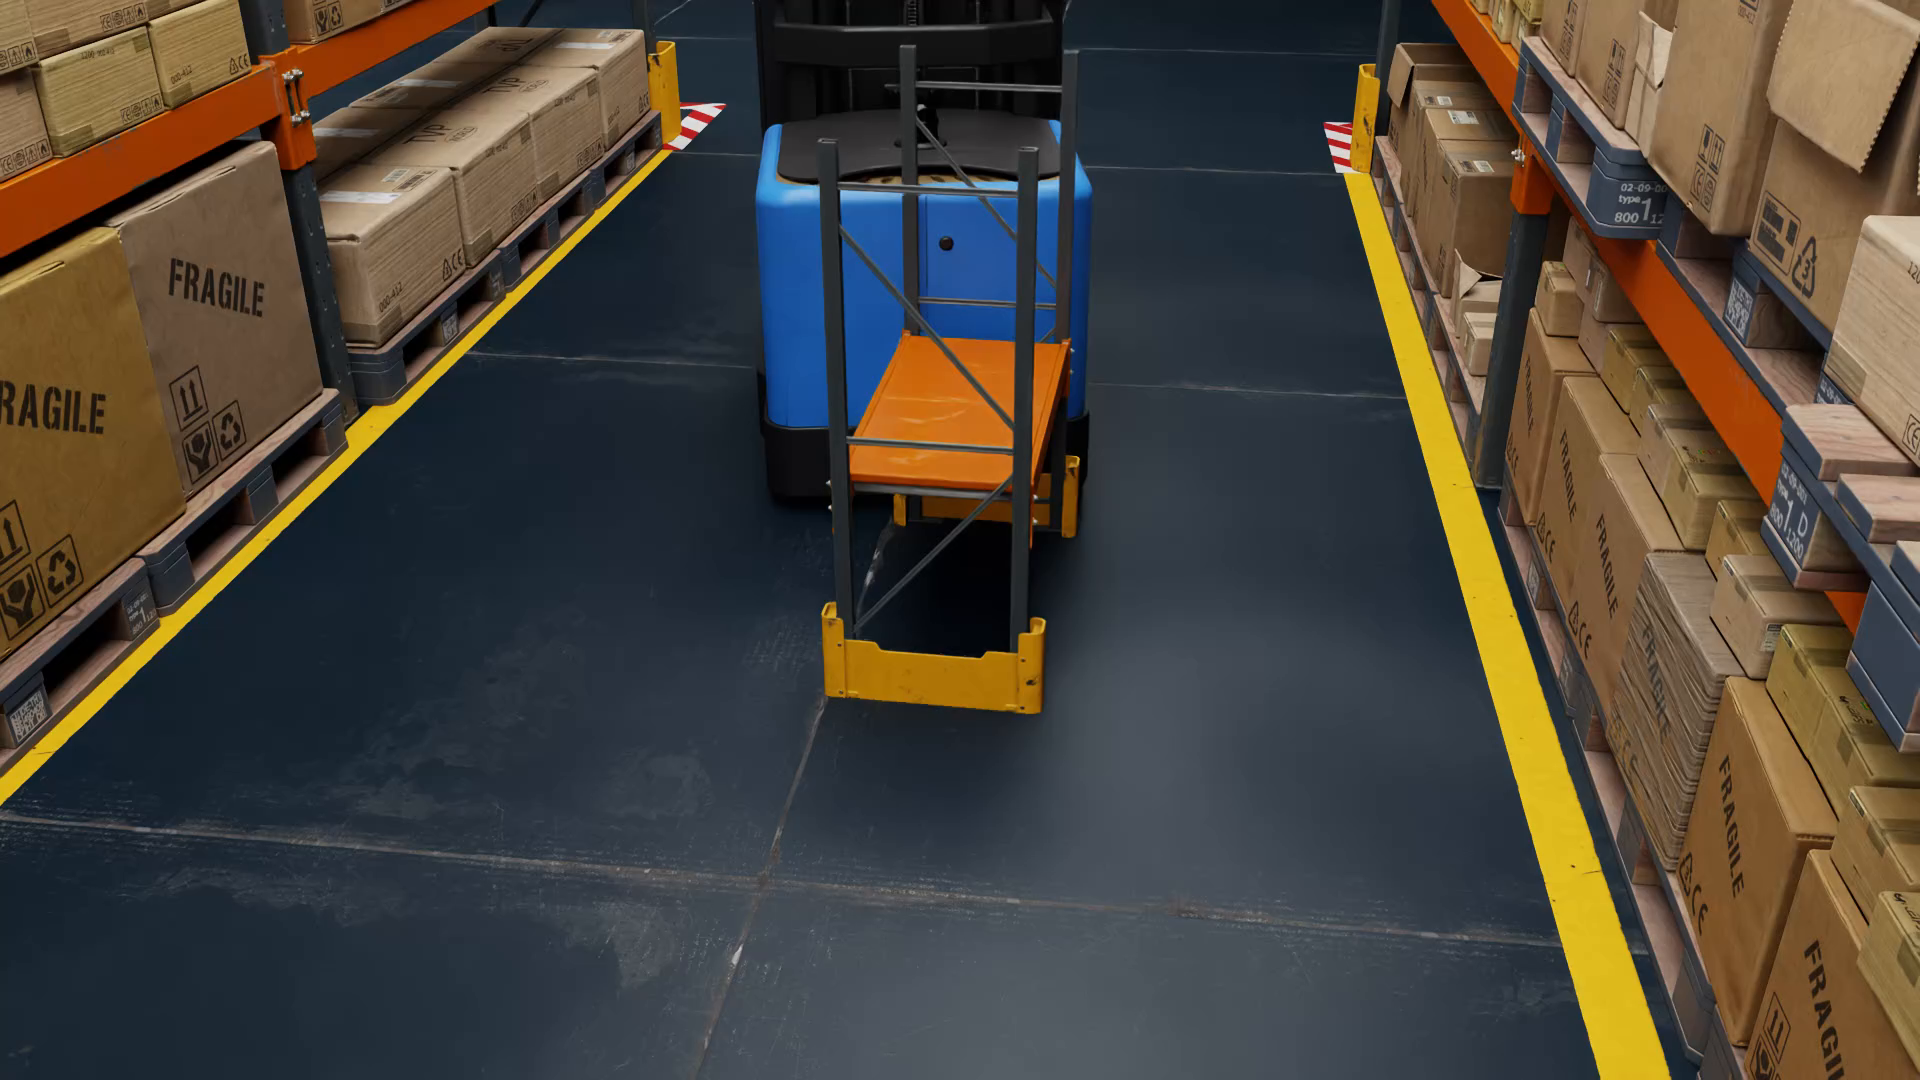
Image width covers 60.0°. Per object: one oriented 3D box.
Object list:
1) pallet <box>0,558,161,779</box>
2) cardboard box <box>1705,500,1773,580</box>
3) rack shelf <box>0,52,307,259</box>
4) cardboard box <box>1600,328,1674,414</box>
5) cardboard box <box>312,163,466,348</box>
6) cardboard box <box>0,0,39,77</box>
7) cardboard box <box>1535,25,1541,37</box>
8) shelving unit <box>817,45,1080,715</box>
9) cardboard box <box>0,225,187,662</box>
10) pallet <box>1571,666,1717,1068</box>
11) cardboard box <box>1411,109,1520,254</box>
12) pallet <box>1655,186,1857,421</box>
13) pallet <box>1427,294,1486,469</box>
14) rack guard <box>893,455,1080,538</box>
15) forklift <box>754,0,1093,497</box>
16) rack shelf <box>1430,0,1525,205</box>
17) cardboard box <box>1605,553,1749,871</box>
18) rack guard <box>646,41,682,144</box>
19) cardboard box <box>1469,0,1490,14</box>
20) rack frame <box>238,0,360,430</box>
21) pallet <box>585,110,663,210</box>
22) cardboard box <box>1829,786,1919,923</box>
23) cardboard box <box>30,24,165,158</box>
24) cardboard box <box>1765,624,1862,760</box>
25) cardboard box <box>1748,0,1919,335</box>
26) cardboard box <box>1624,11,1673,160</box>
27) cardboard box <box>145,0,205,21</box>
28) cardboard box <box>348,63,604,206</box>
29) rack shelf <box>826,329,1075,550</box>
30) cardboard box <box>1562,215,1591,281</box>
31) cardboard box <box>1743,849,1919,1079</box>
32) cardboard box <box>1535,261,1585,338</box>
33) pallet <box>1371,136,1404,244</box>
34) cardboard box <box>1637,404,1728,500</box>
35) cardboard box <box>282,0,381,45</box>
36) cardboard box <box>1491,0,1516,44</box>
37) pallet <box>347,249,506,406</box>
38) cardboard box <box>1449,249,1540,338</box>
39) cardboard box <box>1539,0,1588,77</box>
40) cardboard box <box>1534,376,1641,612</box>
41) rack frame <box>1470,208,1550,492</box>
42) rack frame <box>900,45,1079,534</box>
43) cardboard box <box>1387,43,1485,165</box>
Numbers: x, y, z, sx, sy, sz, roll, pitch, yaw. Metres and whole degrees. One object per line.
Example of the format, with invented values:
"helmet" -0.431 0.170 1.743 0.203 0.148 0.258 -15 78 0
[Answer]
"pallet" -2.866 0.398 4.288 1.003 0.211 1.213 3 28 6
"cardboard box" 1.817 0.044 3.514 0.380 0.149 0.250 3 29 6
"rack shelf" -2.945 -0.515 3.801 1.077 0.370 4.000 3 28 6
"cardboard box" 1.942 -0.446 4.425 0.380 0.149 0.250 2 28 4
"cardboard box" -2.516 -1.119 6.423 0.875 0.438 0.875 3 28 5
"cardboard box" -2.624 -1.225 3.993 0.500 0.250 0.500 4 29 7
"cardboard box" 2.016 -1.540 5.211 0.380 0.149 0.250 4 29 7
"shelving unit" 0.005 -0.471 4.543 0.587 1.500 1.083 4 29 8
"cardboard box" -2.799 -0.300 4.442 0.875 0.875 0.875 4 29 8
"pallet" 2.018 0.702 3.724 1.003 0.211 1.213 3 28 6
"cardboard box" 2.241 -1.528 7.116 0.500 0.500 0.500 4 29 7
"pallet" 1.971 -0.434 3.096 1.003 0.211 1.213 3 28 6
"pallet" 2.312 -0.582 6.107 1.003 0.211 1.213 3 28 6
"rack guard" 0.081 -0.154 5.273 0.587 0.250 0.087 4 29 8
"forklift" -0.196 -2.095 6.048 1.130 2.935 3.031 -2 28 -3
"rack shelf" 2.472 -2.111 6.764 1.077 0.370 4.000 3 28 6
"cardboard box" 1.754 0.374 3.586 0.500 0.500 0.500 2 28 4
"rack guard" -2.206 -2.567 9.487 1.175 0.500 0.348 3 28 6
"cardboard box" 2.096 -2.032 6.123 0.380 0.149 0.250 3 28 5
"rack frame" -2.700 -1.773 5.378 1.000 3.000 0.127 3 28 6
"pallet" -2.230 -2.047 8.827 1.003 0.211 1.213 3 28 6
"cardboard box" 1.625 0.528 2.616 0.380 0.149 0.250 2 28 5
"cardboard box" -2.568 -1.241 4.550 0.500 0.250 0.500 3 28 5
"cardboard box" 1.732 0.289 3.060 0.380 0.149 0.250 3 28 5
"cardboard box" 1.754 -0.613 2.673 0.797 0.503 0.637 3 28 5
"cardboard box" 1.676 -0.980 3.606 0.396 0.266 0.258 5 29 9
"cardboard box" -2.512 -1.705 4.884 0.500 0.250 0.500 3 28 6
"cardboard box" -2.295 -1.965 7.993 0.875 0.438 0.875 4 29 8
"rack shelf" 0.004 -0.308 4.620 0.538 0.185 1.000 4 29 8
"cardboard box" 1.979 -0.830 4.824 0.380 0.149 0.250 3 28 5
"cardboard box" 1.647 0.866 2.673 0.500 0.500 0.500 3 28 5
"cardboard box" 1.919 -0.703 4.901 0.380 0.149 0.250 5 29 9
"pallet" 2.611 -1.730 8.239 1.003 0.211 1.213 3 28 6
"cardboard box" 1.854 -0.201 3.970 0.380 0.149 0.250 3 28 6
"cardboard box" -2.382 -2.023 5.736 0.500 0.500 0.500 4 29 8
"cardboard box" 2.034 -1.788 5.671 0.380 0.149 0.250 4 29 8
"pallet" -2.529 -0.899 6.695 1.003 0.211 1.213 3 28 6
"cardboard box" 2.048 -0.915 6.225 0.396 0.266 0.258 4 29 8
"cardboard box" 1.946 -1.500 4.324 0.700 0.500 0.500 4 29 7
"cardboard box" 1.889 -0.105 4.475 0.500 0.500 0.500 3 28 6
"rack frame" 2.227 -1.486 4.846 1.000 3.000 0.127 3 28 6
"rack frame" 0.081 -0.705 4.977 0.500 1.500 0.032 4 29 8
"cardboard box" 2.548 -2.172 8.309 0.797 0.503 0.637 2 28 4
